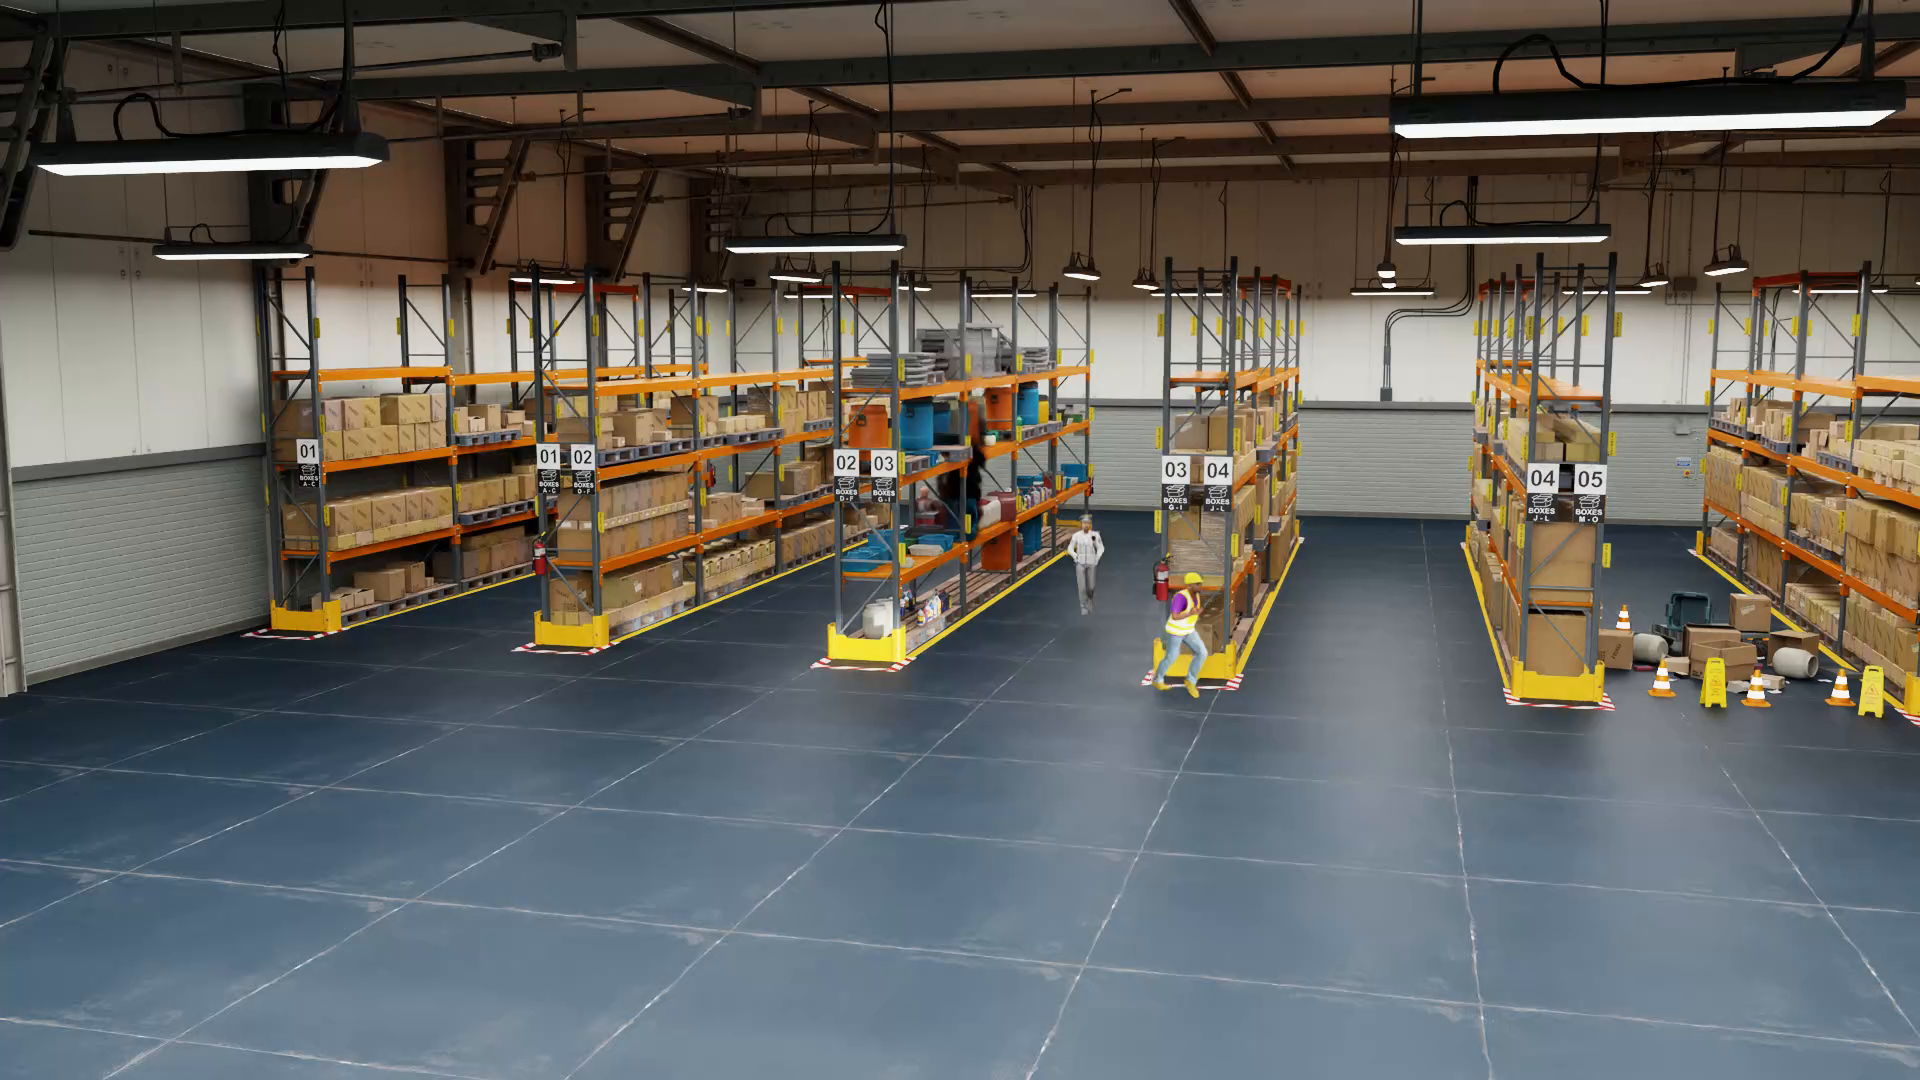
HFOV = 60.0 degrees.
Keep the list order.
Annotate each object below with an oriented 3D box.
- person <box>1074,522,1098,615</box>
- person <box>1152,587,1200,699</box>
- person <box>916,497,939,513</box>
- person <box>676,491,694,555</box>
[{"bbox_3d":[2.082,0.428,27.516,0.428,1.613,0.526,0,7,2],"label":"person"},{"bbox_3d":[2.933,1.382,22.715,0.660,1.522,0.732,-6,10,-41],"label":"person"},{"bbox_3d":[-0.763,-0.141,34.634,0.692,1.517,0.576,3,8,20],"label":"person"},{"bbox_3d":[-6.091,-0.435,35.938,0.608,1.833,0.855,1,7,10],"label":"person"}]
